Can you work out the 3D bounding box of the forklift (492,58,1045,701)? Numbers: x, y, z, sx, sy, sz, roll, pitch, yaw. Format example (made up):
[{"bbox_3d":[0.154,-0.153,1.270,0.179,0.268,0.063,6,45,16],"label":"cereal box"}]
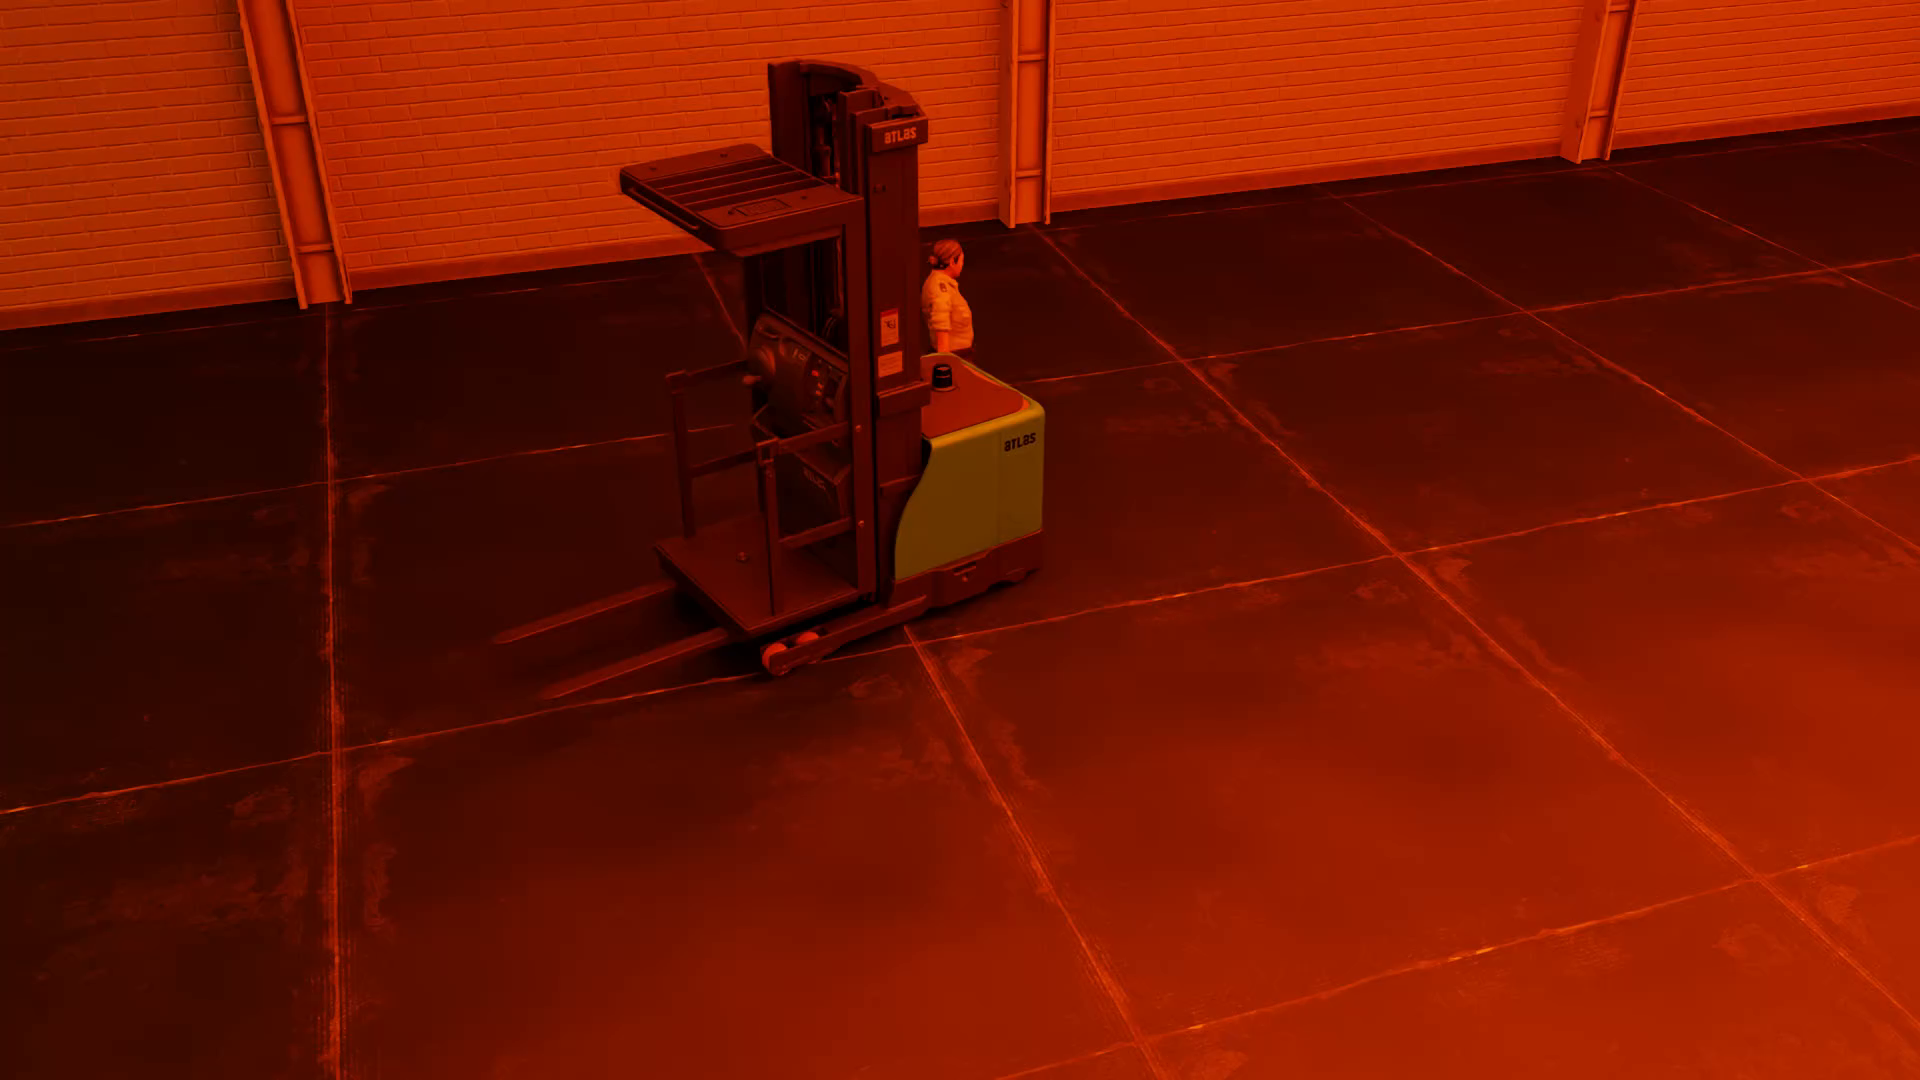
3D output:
[{"bbox_3d":[-1.014,-0.854,8.572,3.031,2.935,1.130,-19,35,-30],"label":"forklift"}]

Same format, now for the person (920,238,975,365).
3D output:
[{"bbox_3d":[-0.086,-1.088,10.366,0.485,1.570,0.827,-4,30,-6],"label":"person"}]
